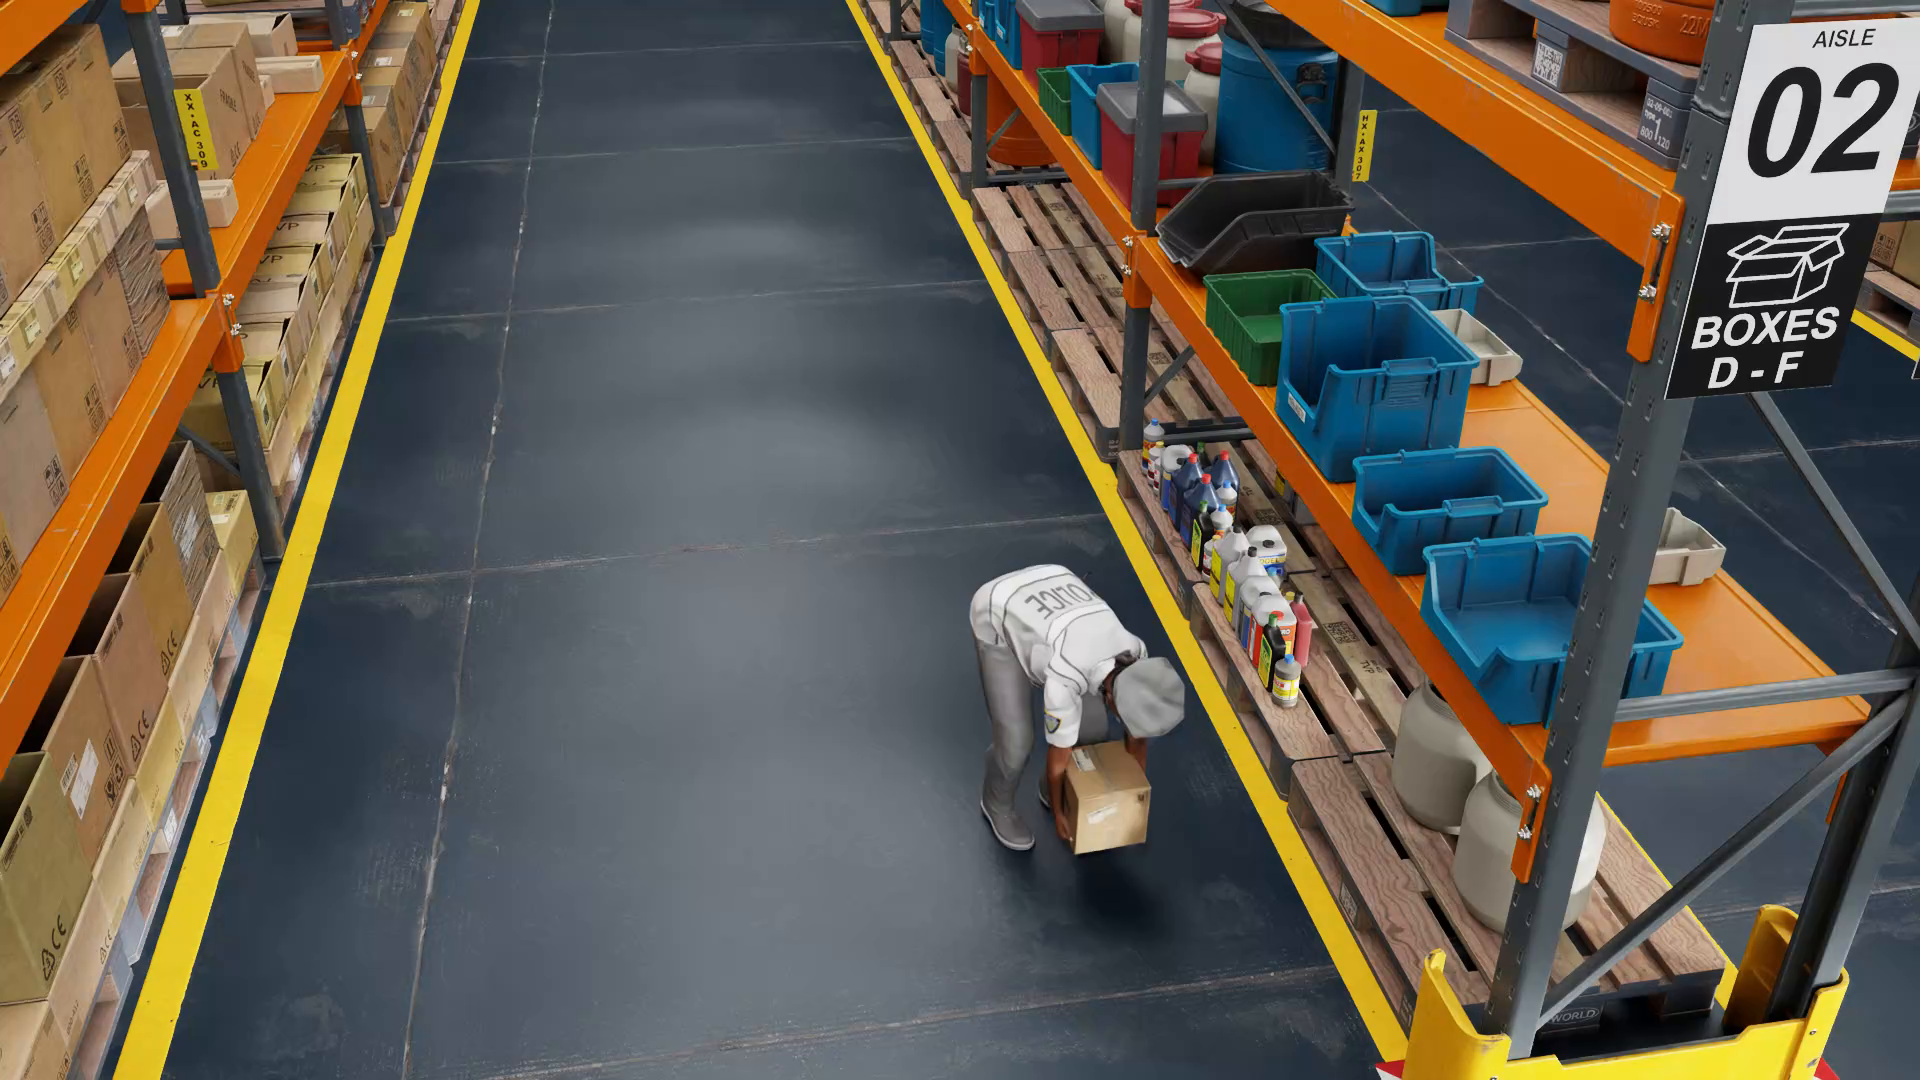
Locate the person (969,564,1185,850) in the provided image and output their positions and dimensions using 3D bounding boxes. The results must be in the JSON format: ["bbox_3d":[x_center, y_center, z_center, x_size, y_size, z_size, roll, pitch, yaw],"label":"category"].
[{"bbox_3d":[0.382,0.660,5.637,0.426,1.042,0.940,-17,35,-26],"label":"person"}]
